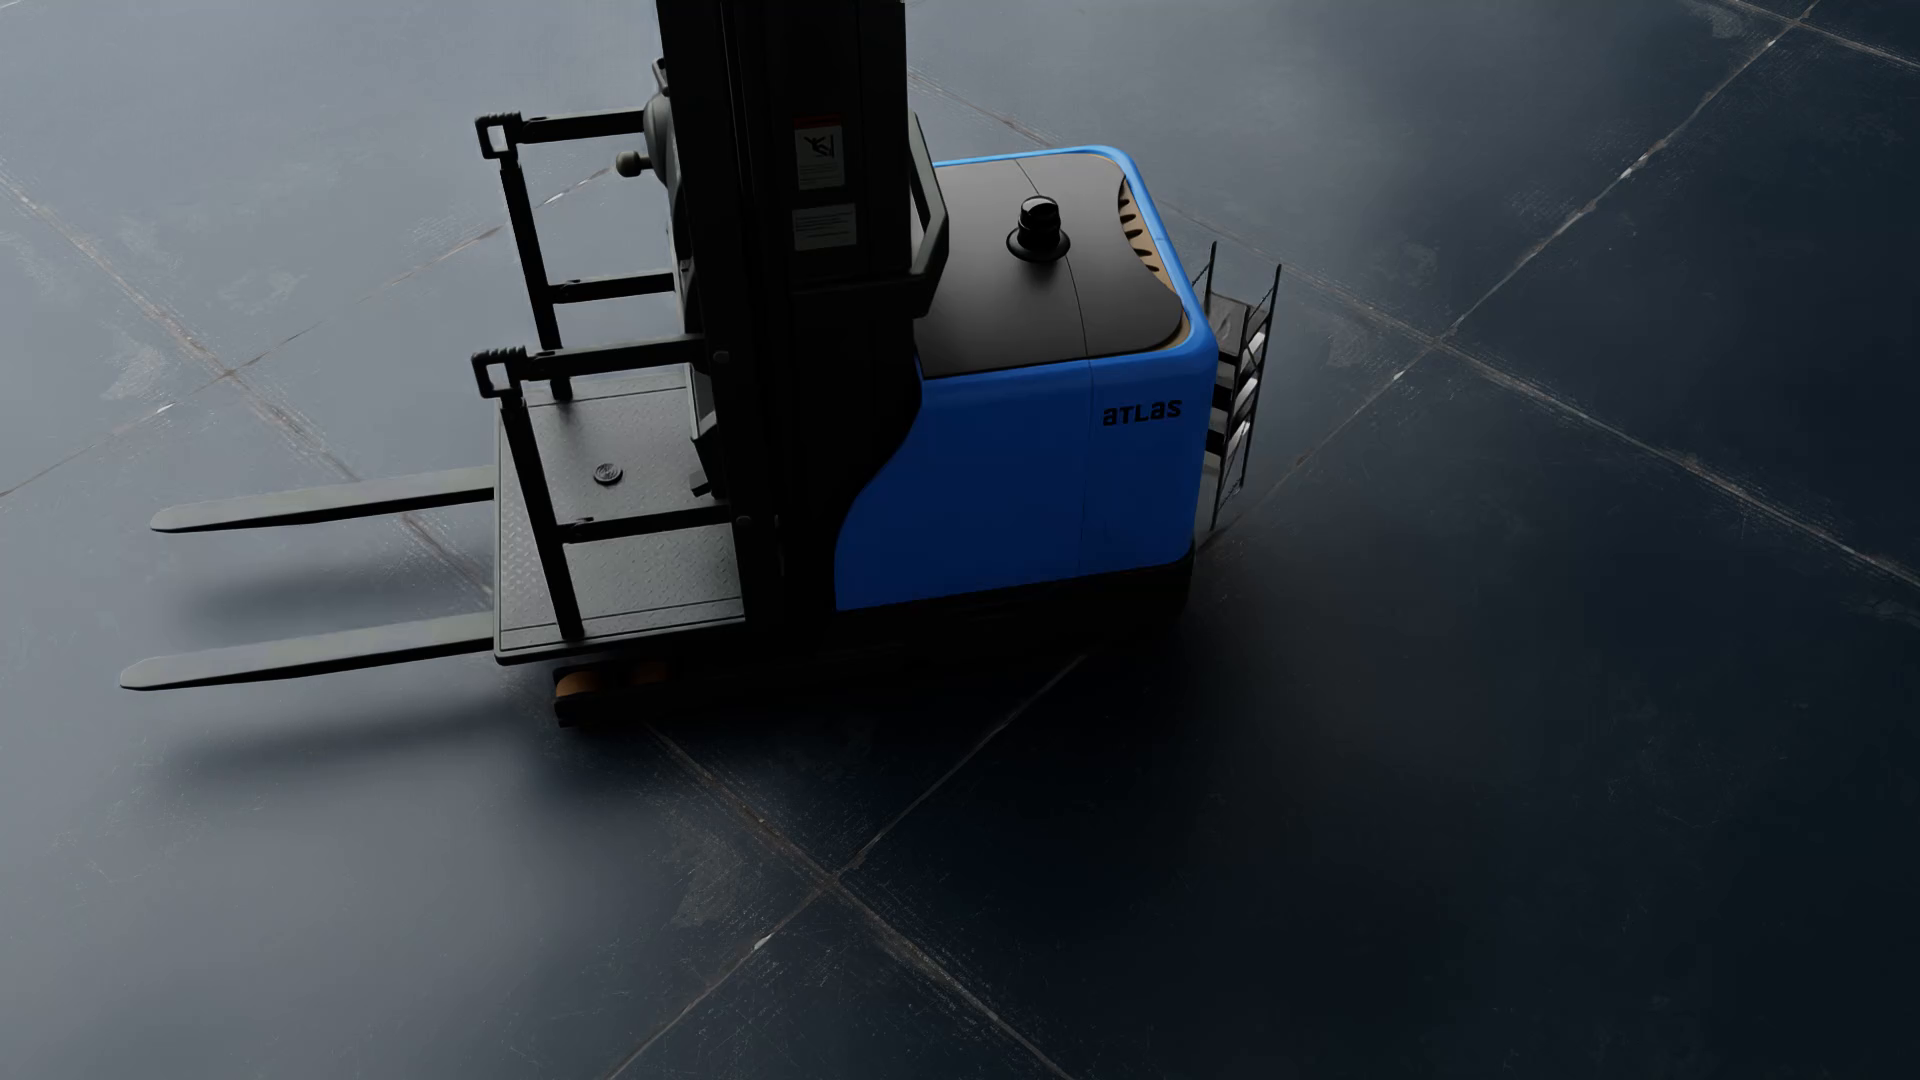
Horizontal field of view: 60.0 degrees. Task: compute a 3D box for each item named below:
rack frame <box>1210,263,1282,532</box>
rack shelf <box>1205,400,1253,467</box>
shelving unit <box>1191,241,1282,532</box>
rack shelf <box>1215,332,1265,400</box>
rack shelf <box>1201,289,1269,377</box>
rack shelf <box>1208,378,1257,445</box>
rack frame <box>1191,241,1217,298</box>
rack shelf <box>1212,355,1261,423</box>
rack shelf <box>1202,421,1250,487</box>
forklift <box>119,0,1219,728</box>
[{"bbox_3d":[0.858,-0.410,5.018,0.006,0.900,0.240,23,51,20],"label":"rack frame"},{"bbox_3d":[0.771,-0.364,5.143,0.200,0.077,0.258,23,51,20],"label":"rack shelf"},{"bbox_3d":[0.771,-0.448,5.053,0.210,0.900,0.258,23,51,20],"label":"shelving unit"},{"bbox_3d":[0.771,-0.548,4.947,0.200,0.077,0.258,23,51,20],"label":"rack shelf"},{"bbox_3d":[0.771,-0.610,4.881,0.200,0.077,0.258,23,51,20],"label":"rack shelf"},{"bbox_3d":[0.771,-0.425,5.078,0.200,0.077,0.258,23,51,20],"label":"rack shelf"},{"bbox_3d":[0.683,-0.486,5.089,0.006,0.900,0.240,23,51,20],"label":"rack frame"},{"bbox_3d":[0.771,-0.487,5.012,0.200,0.077,0.258,23,51,20],"label":"rack shelf"},{"bbox_3d":[0.771,-0.302,5.209,0.200,0.077,0.258,23,51,20],"label":"rack shelf"},{"bbox_3d":[-0.885,-0.894,4.079,3.031,2.935,1.130,-8,47,-7],"label":"forklift"}]
